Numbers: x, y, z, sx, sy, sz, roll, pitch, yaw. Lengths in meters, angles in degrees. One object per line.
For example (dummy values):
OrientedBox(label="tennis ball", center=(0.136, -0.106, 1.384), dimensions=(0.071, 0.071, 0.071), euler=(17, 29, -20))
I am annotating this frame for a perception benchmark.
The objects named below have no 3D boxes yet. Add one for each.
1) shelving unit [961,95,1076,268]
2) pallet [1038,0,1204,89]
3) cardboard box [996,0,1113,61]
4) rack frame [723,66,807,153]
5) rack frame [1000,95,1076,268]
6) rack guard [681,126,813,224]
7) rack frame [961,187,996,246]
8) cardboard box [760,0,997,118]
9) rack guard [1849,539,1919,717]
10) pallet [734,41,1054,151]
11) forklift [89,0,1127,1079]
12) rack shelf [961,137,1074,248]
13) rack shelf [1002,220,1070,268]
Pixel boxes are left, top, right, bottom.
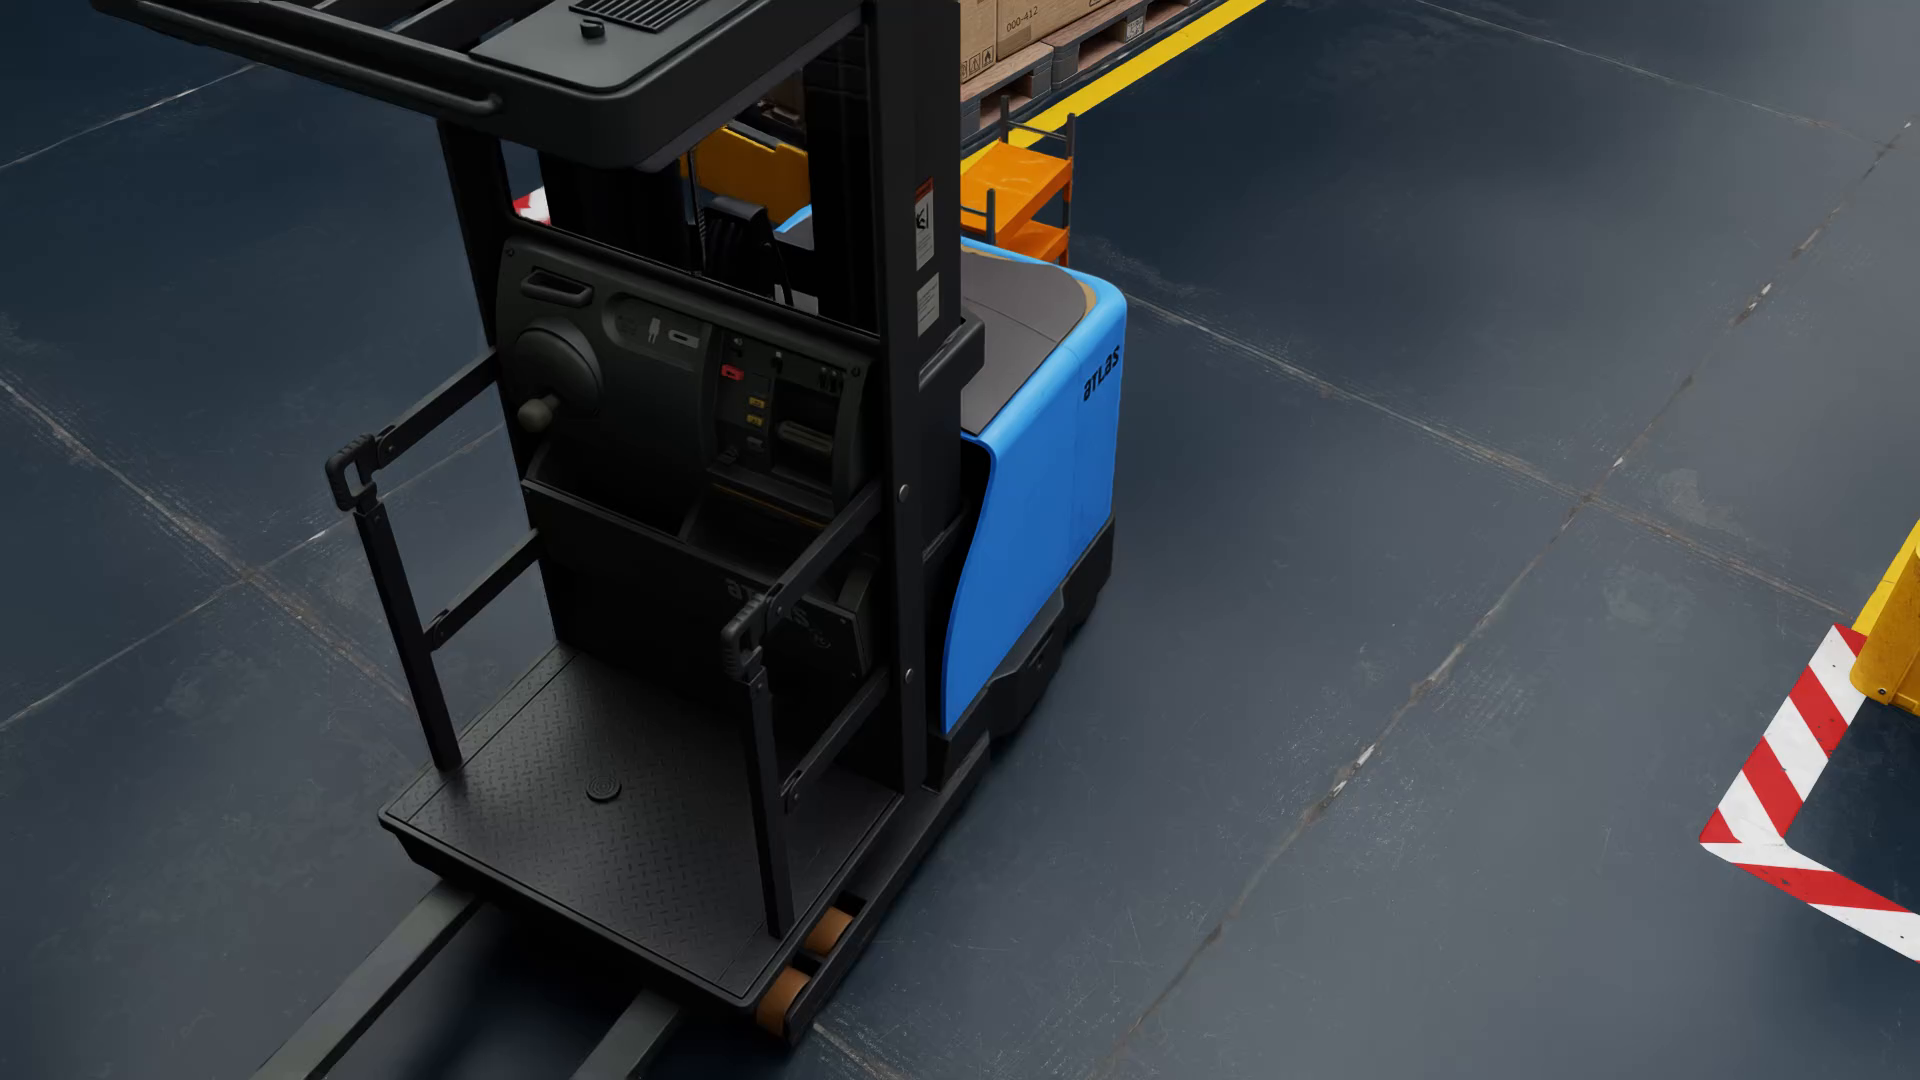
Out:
OrientedBox(label="shelving unit", center=(0.109, -0.686, 5.113), dimensions=(0.258, 1.200, 0.503), euler=(21, 46, 21))
OrientedBox(label="pallet", center=(0.439, -2.619, 7.974), dimensions=(1.003, 0.211, 1.213), euler=(29, 50, 28))
OrientedBox(label="cardboard box", center=(0.130, -2.646, 7.522), dimensions=(0.875, 0.438, 0.875), euler=(31, 51, 29))
OrientedBox(label="rack frame", center=(-0.801, -2.580, 5.858), dimensions=(1.000, 3.000, 0.127), euler=(29, 50, 28))
OrientedBox(label="rack frame", center=(0.229, -0.829, 5.270), dimensions=(0.240, 1.200, 0.015), euler=(21, 46, 21))
OrientedBox(label="rack guard", center=(-0.817, -1.643, 6.685), dimensions=(1.175, 0.500, 0.348), euler=(29, 50, 28))
OrientedBox(label="rack frame", center=(-0.011, -0.543, 4.955), dimensions=(0.240, 1.200, 0.015), euler=(21, 46, 21))
OrientedBox(label="cardboard box", center=(-0.453, -2.171, 7.000), dimensions=(0.875, 0.438, 0.875), euler=(28, 49, 27))
OrientedBox(label="rack guard", center=(3.101, 0.397, 4.442), dimensions=(1.175, 0.500, 0.348), euler=(29, 50, 28))
OrientedBox(label="pallet", center=(-0.347, -1.994, 7.286), dimensions=(1.003, 0.211, 1.213), euler=(29, 50, 28))
OrientedBox(label="forklift", center=(-0.703, -0.260, 3.357), dimensions=(1.130, 2.935, 3.031), euler=(21, 46, 21))
OrientedBox(label="rack shelf", center=(0.109, -0.977, 4.848), dimensions=(0.258, 0.148, 0.480), euler=(21, 46, 21))
OrientedBox(label="rack shelf", center=(0.109, -0.802, 5.007), dimensions=(0.258, 0.148, 0.480), euler=(21, 46, 21))
